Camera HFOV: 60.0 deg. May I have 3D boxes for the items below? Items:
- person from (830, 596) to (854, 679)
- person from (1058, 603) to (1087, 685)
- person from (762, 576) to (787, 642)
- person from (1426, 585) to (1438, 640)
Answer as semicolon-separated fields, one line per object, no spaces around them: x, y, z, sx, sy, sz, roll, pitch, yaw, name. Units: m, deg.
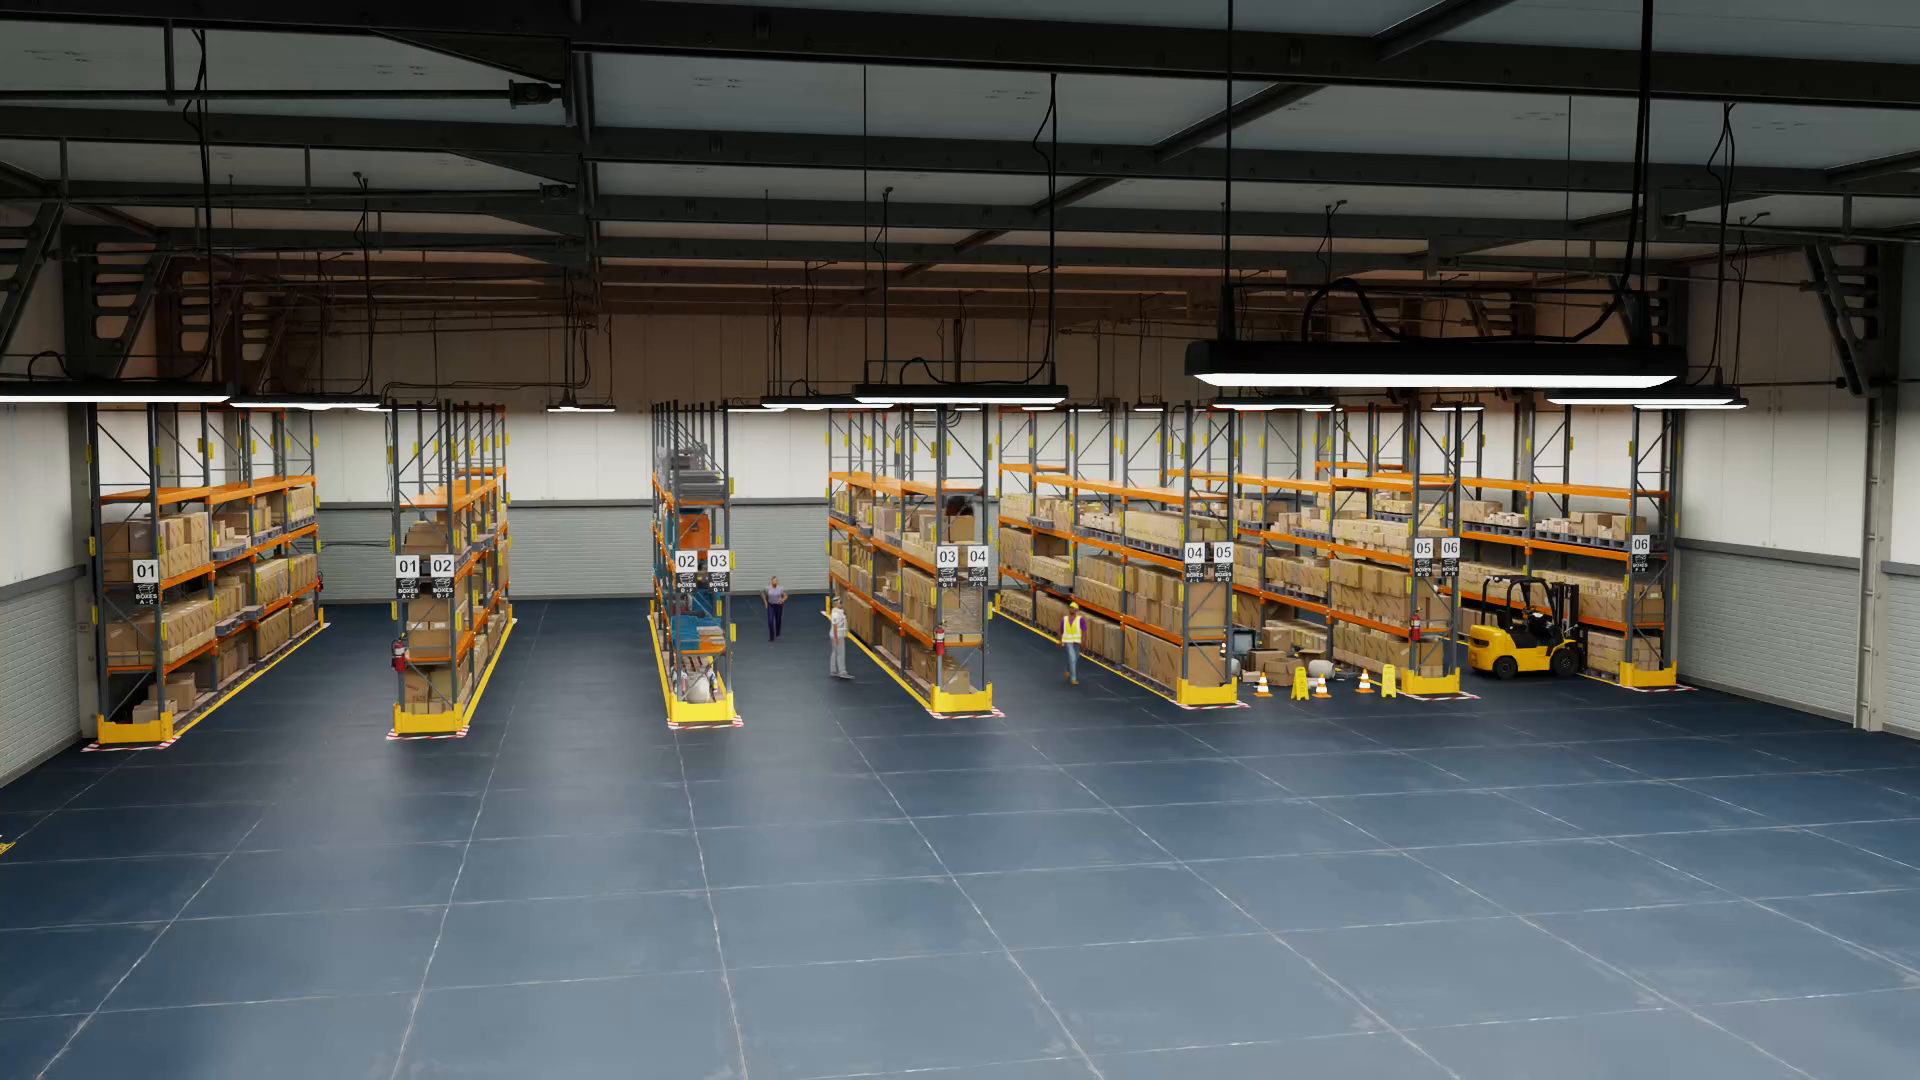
-2.573;2.111;36.245;0.522;1.793;0.563;0;4;-2;person
2.409;2.199;35.455;0.519;1.716;0.975;-2;5;-23;person
-4.709;1.755;42.267;0.638;1.680;0.724;-1;4;-7;person
10.895;1.934;38.511;0.448;1.796;0.580;1;4;12;person
